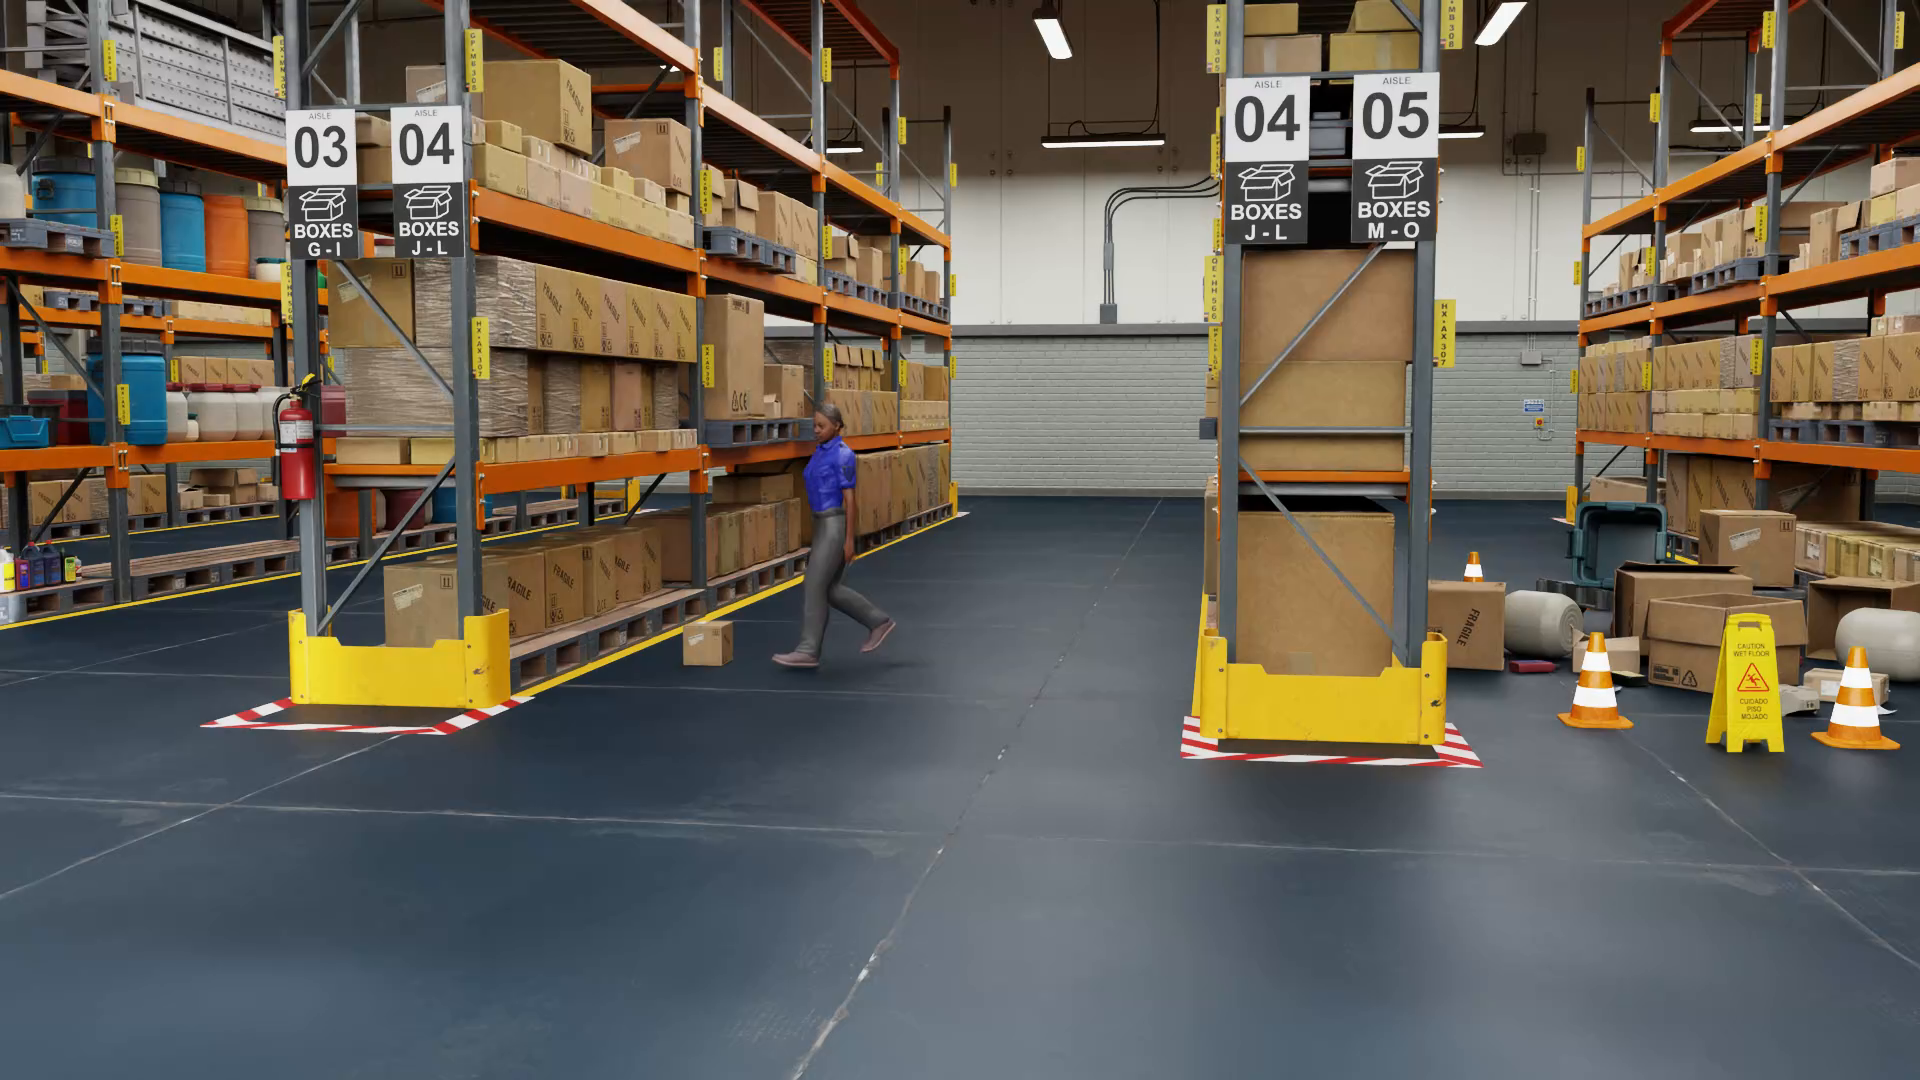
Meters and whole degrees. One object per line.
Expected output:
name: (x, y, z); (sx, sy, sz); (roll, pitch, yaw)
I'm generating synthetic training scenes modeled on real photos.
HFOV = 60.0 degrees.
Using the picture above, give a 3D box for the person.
person: (-0.767, -0.073, 10.379); (0.580, 1.579, 0.482); (-2, 5, -20)
